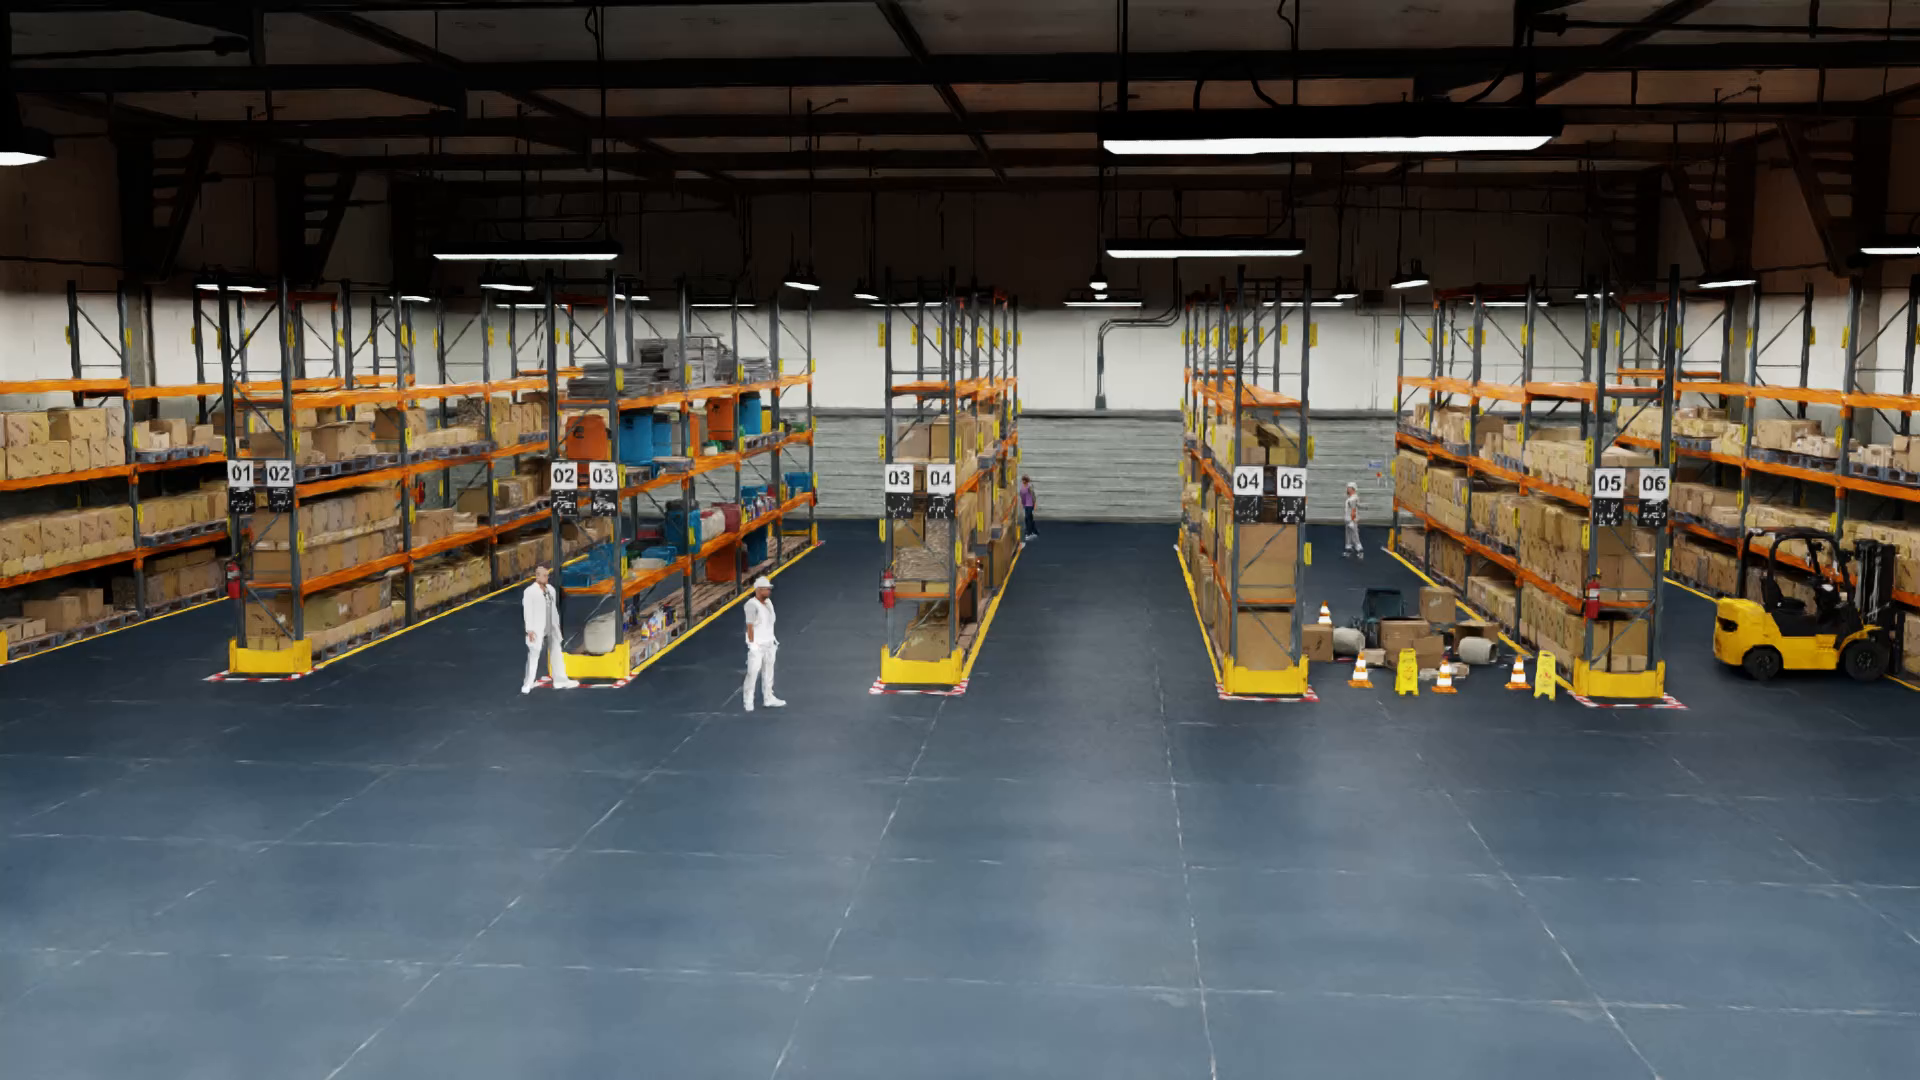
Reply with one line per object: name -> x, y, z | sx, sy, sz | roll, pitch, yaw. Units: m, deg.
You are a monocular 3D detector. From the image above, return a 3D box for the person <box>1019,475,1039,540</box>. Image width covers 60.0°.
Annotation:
person -> 1.740, -0.836, 41.669 | 0.527, 1.614, 0.508 | -4, 8, -29

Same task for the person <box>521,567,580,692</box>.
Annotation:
person -> -5.882, 1.249, 23.573 | 0.575, 1.771, 0.761 | 5, 9, 37

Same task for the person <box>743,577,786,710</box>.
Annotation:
person -> -2.668, 1.381, 22.446 | 0.423, 1.785, 0.647 | 4, 8, 27

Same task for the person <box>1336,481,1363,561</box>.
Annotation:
person -> 8.791, -0.428, 37.431 | 0.580, 1.791, 0.719 | 1, 7, 10
